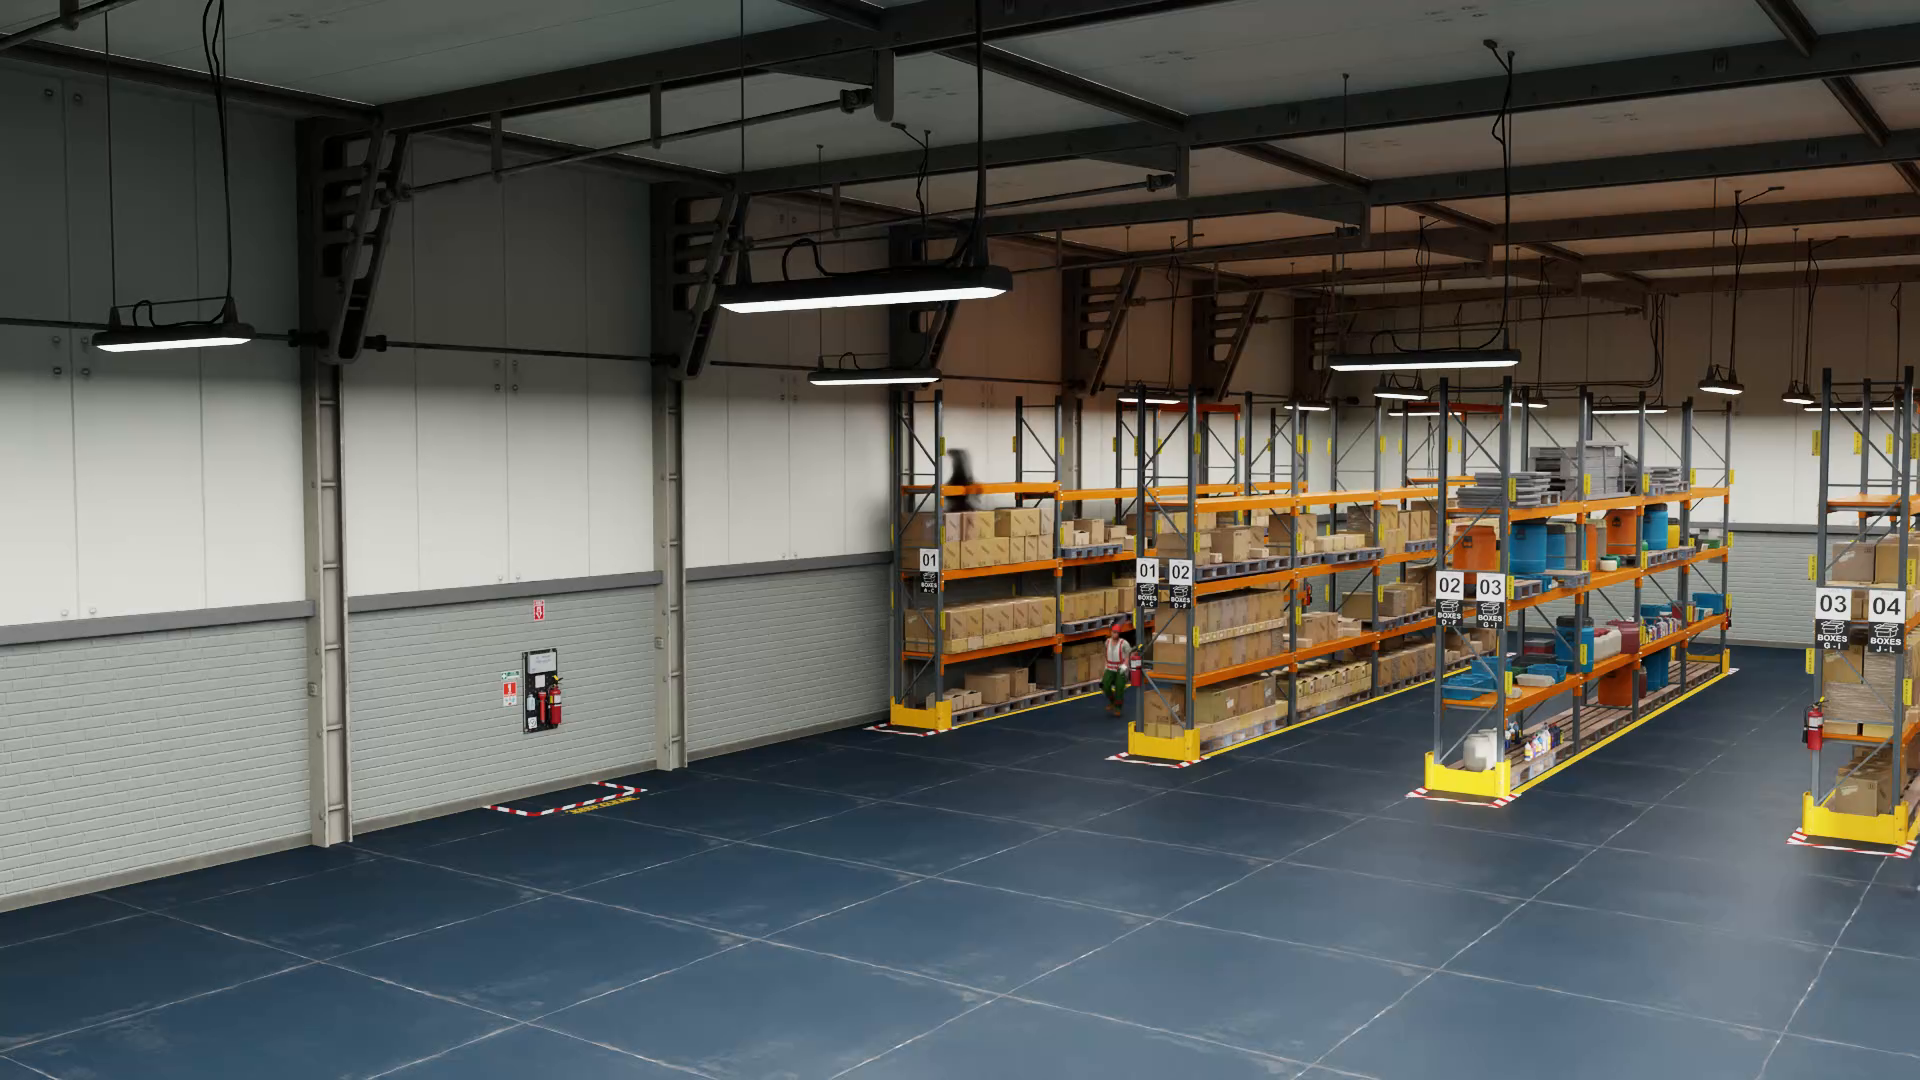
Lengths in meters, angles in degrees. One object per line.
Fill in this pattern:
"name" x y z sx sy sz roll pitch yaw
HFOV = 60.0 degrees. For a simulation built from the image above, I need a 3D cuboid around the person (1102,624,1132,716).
"person" 2.856 2.401 30.611 0.679 1.735 0.779 2 4 26
